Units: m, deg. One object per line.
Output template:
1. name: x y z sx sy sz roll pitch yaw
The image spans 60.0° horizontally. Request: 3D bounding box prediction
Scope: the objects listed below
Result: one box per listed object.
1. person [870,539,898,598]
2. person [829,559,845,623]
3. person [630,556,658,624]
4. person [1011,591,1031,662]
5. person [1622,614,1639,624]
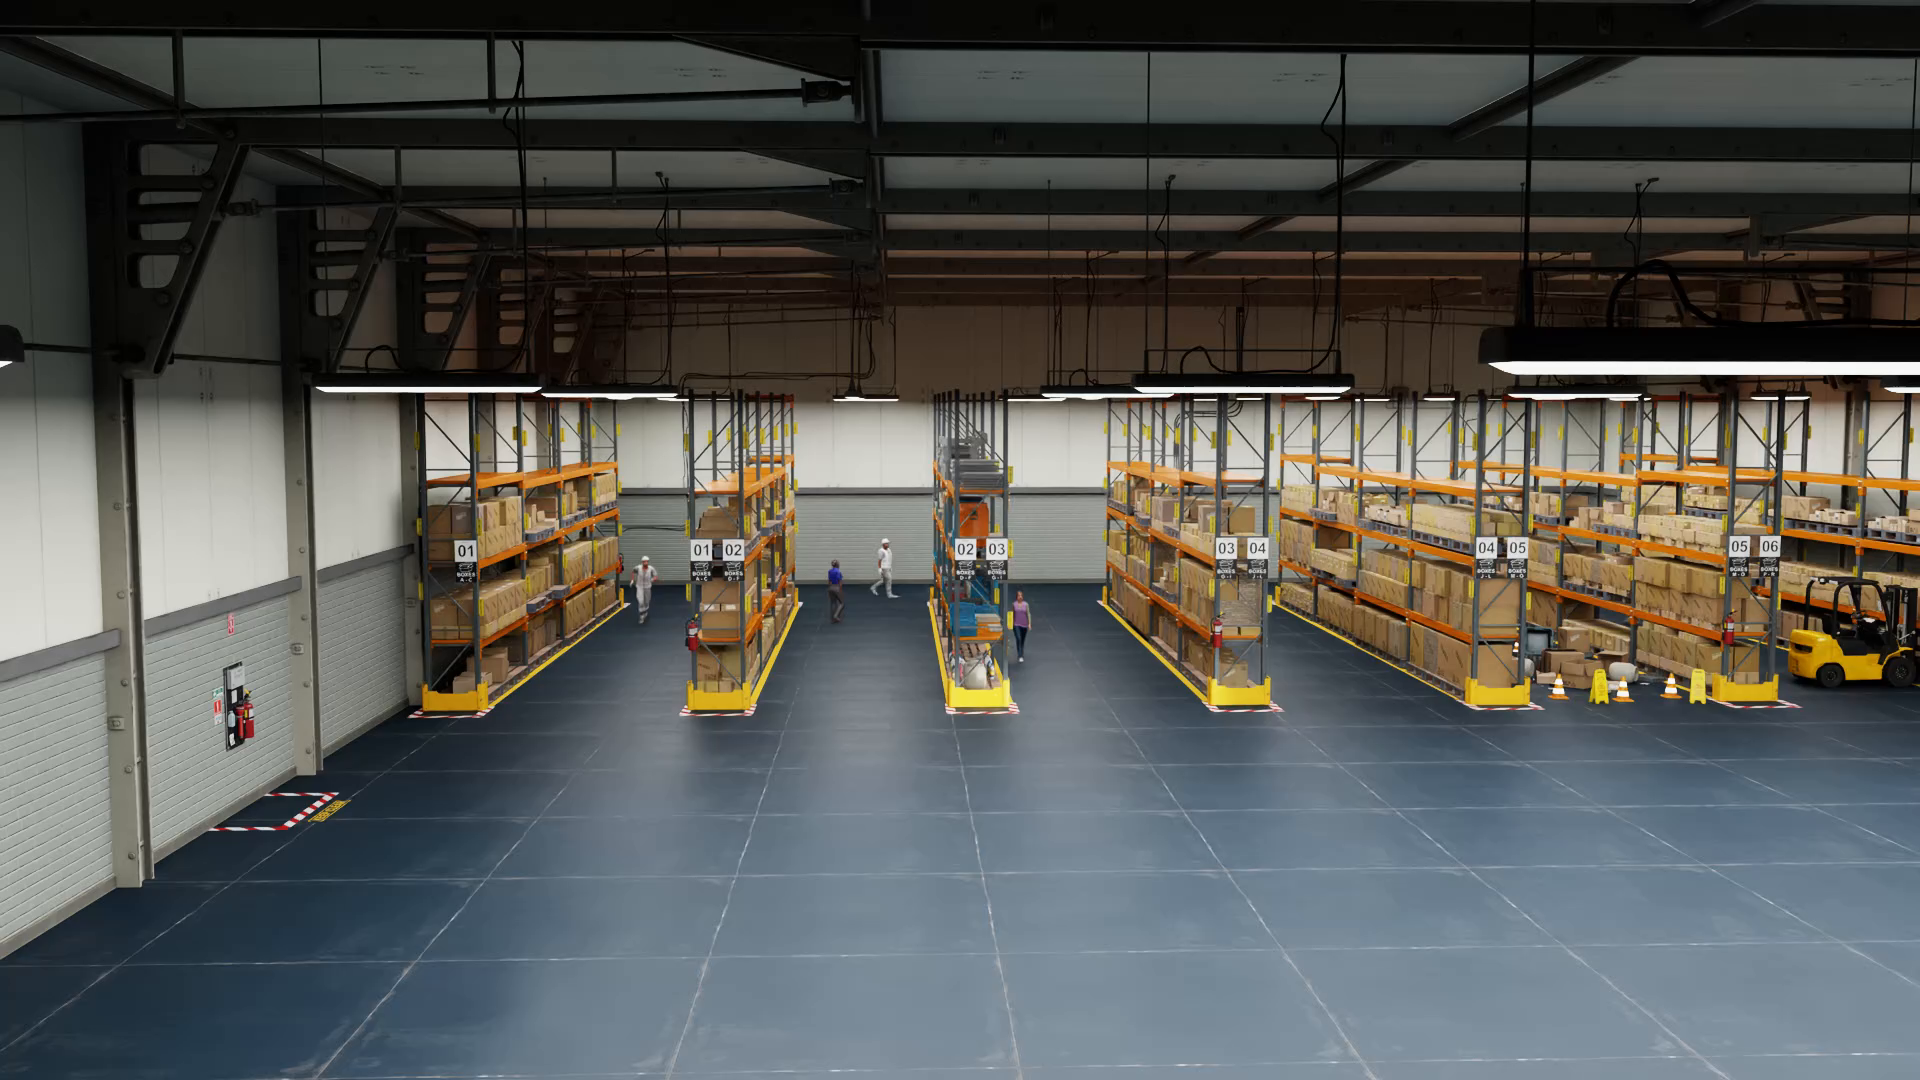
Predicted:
1. person: -2.259 0.835 49.129 0.912 1.762 0.531 1 5 12
2. person: -3.271 1.344 43.580 0.517 1.660 0.426 4 6 41
3. person: -8.327 1.292 43.773 0.709 1.782 0.966 -1 5 -15
4. person: 1.366 1.909 37.160 0.410 1.530 1.009 -1 5 -11
5. person: 17.574 1.373 43.481 0.567 1.651 0.437 -3 6 -34
